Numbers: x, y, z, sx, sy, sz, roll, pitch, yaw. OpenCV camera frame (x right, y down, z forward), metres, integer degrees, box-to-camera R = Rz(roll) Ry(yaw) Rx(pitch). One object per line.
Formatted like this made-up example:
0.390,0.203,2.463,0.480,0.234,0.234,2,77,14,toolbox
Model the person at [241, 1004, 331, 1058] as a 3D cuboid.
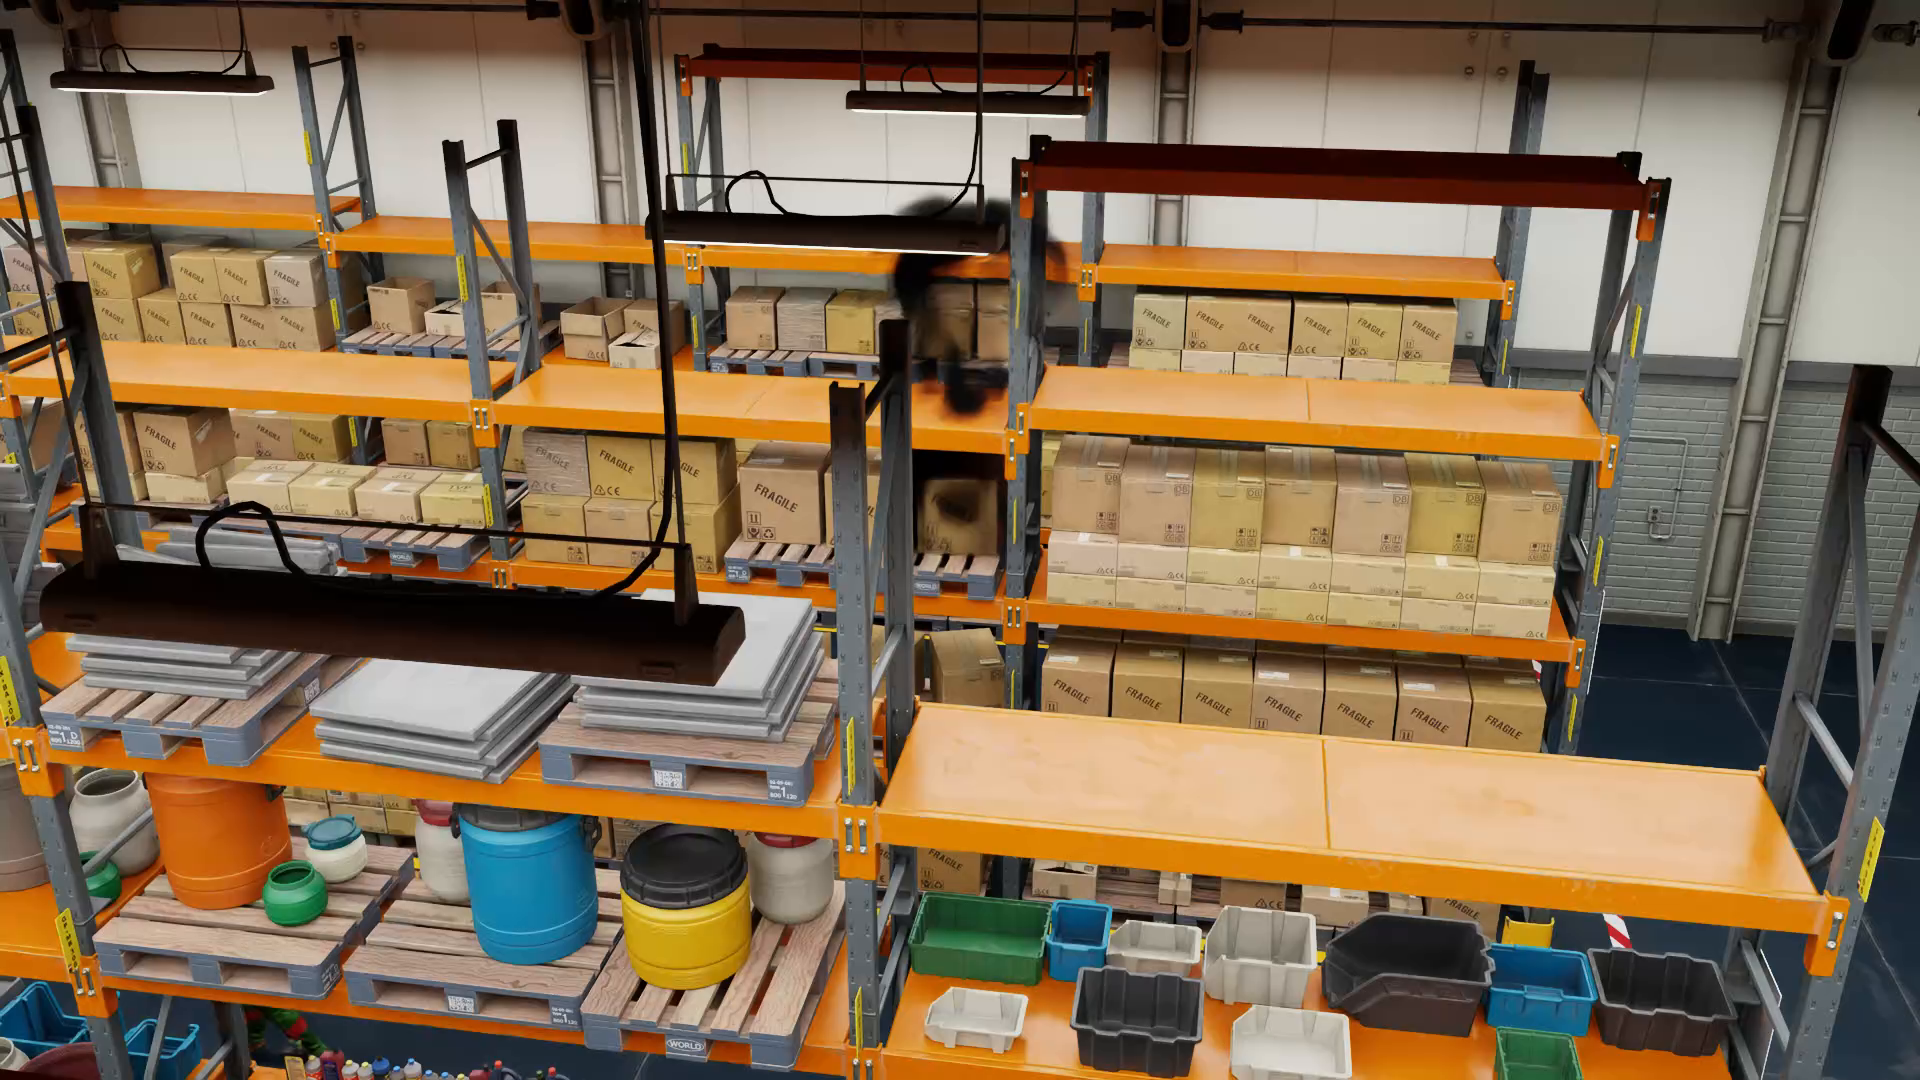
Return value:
-4.767,2.868,11.312,0.843,1.845,0.638,3,23,8,person
